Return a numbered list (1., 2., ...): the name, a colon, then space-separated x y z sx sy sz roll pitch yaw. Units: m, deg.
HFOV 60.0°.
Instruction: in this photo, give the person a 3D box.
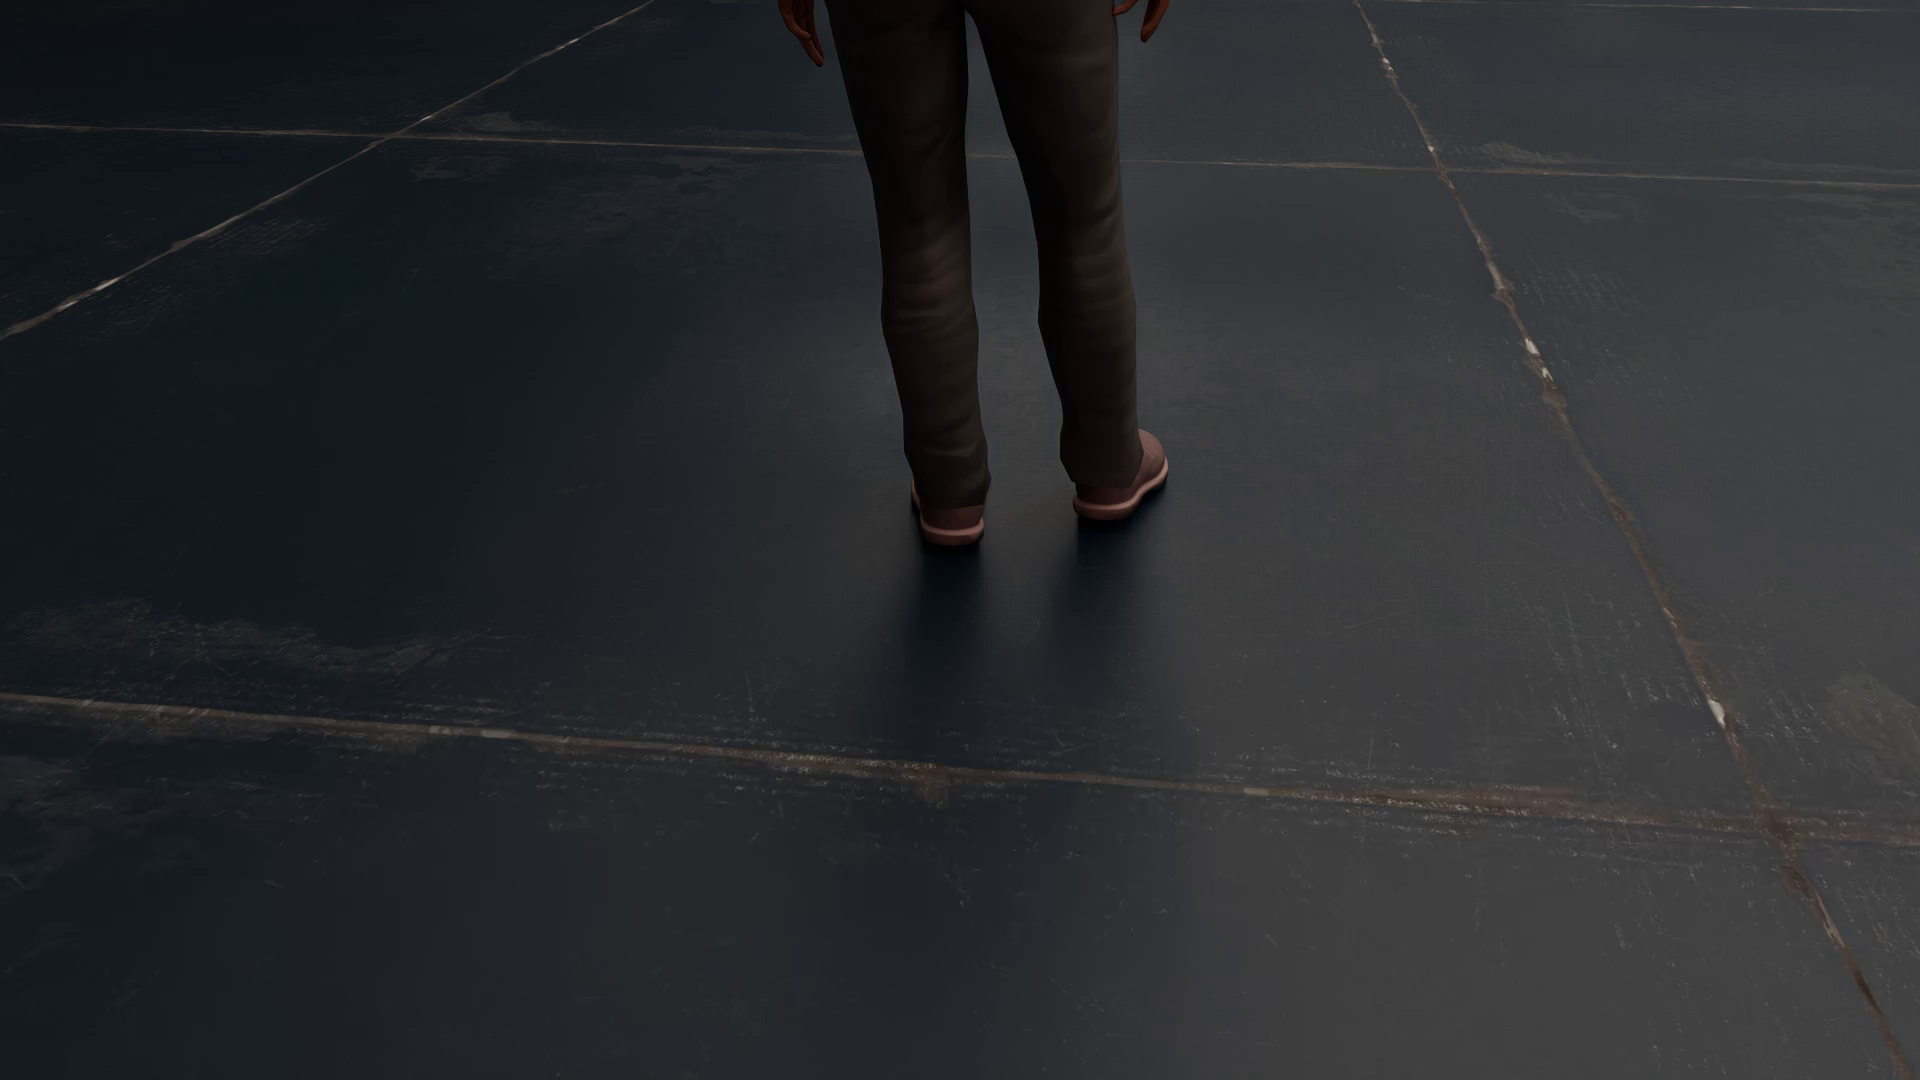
1. person: 0.031 -0.784 2.203 0.569 1.654 0.504 3 27 7
